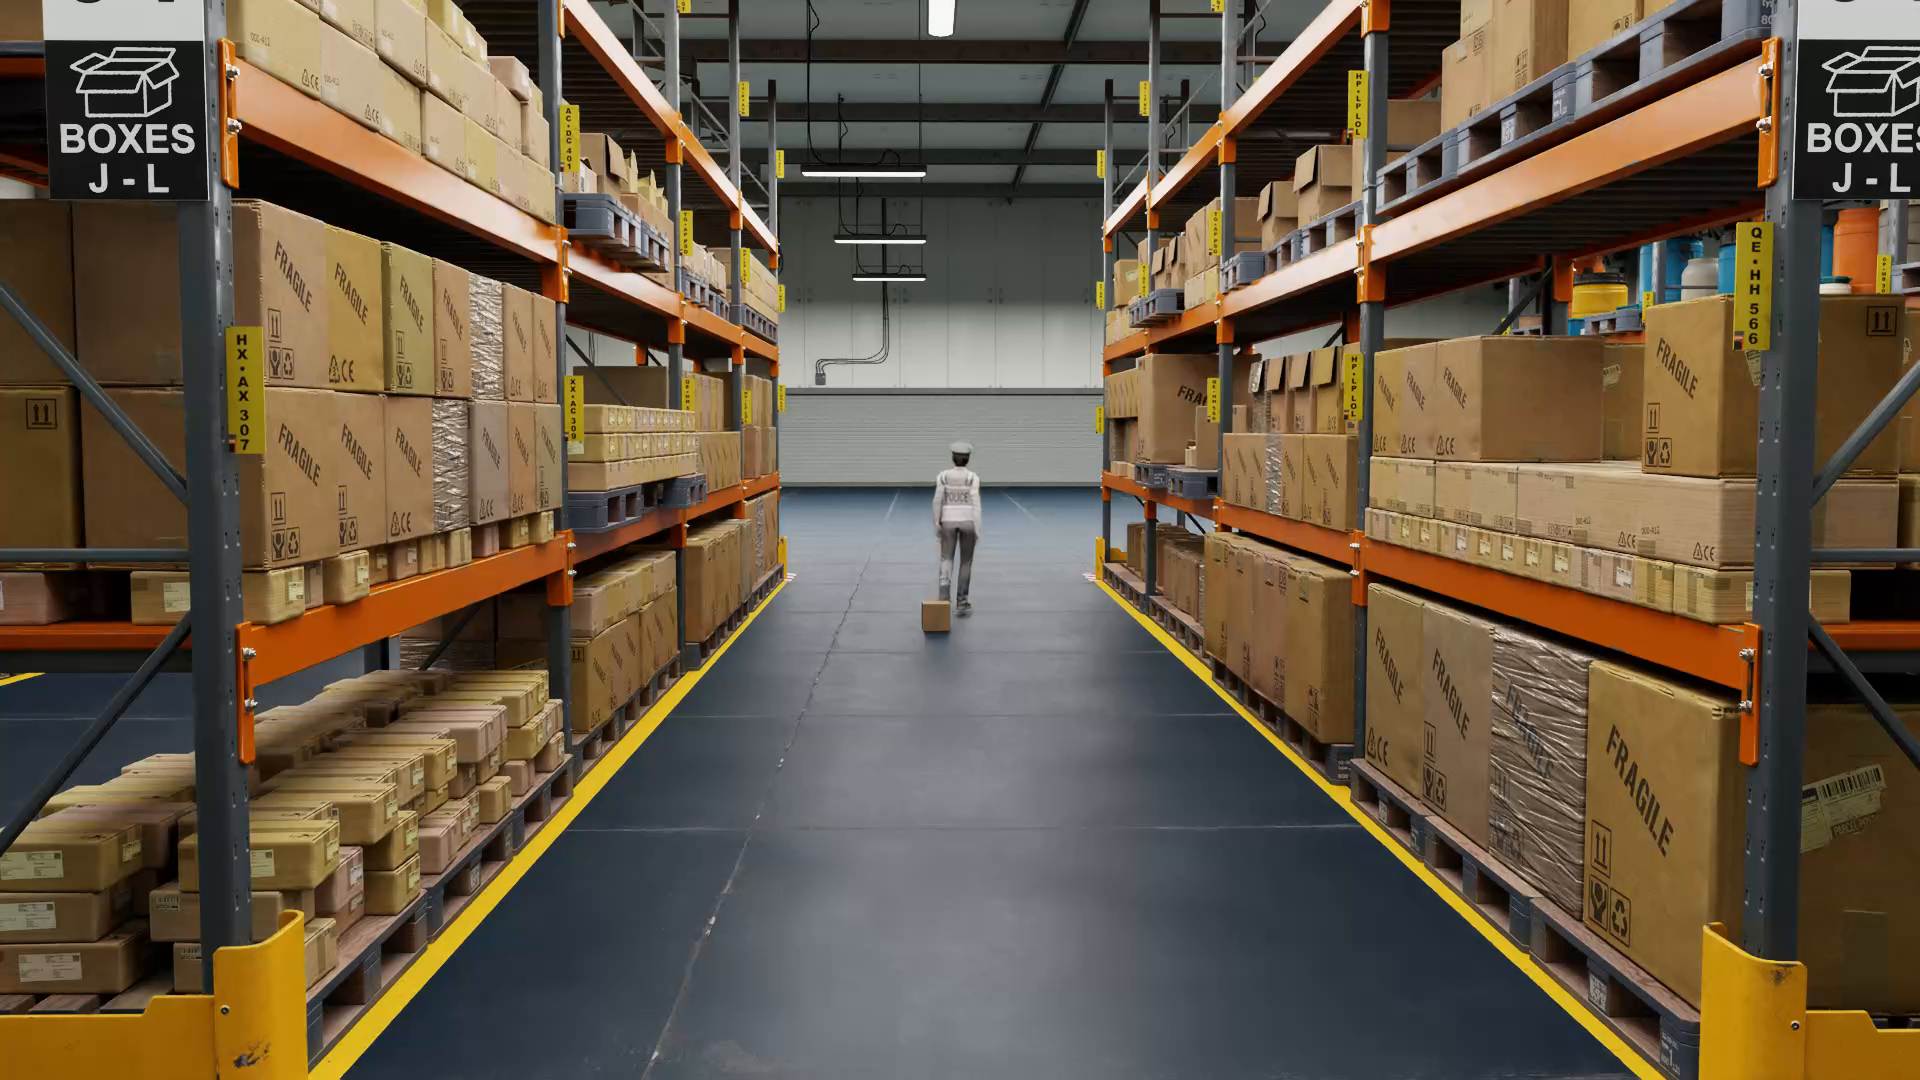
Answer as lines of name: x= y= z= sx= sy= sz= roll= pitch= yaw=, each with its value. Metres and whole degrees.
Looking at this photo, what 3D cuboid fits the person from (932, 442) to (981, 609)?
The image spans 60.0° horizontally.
person: x=-0.039 y=-0.134 z=16.482 sx=0.493 sy=1.669 sz=0.606 roll=1 pitch=4 yaw=11
